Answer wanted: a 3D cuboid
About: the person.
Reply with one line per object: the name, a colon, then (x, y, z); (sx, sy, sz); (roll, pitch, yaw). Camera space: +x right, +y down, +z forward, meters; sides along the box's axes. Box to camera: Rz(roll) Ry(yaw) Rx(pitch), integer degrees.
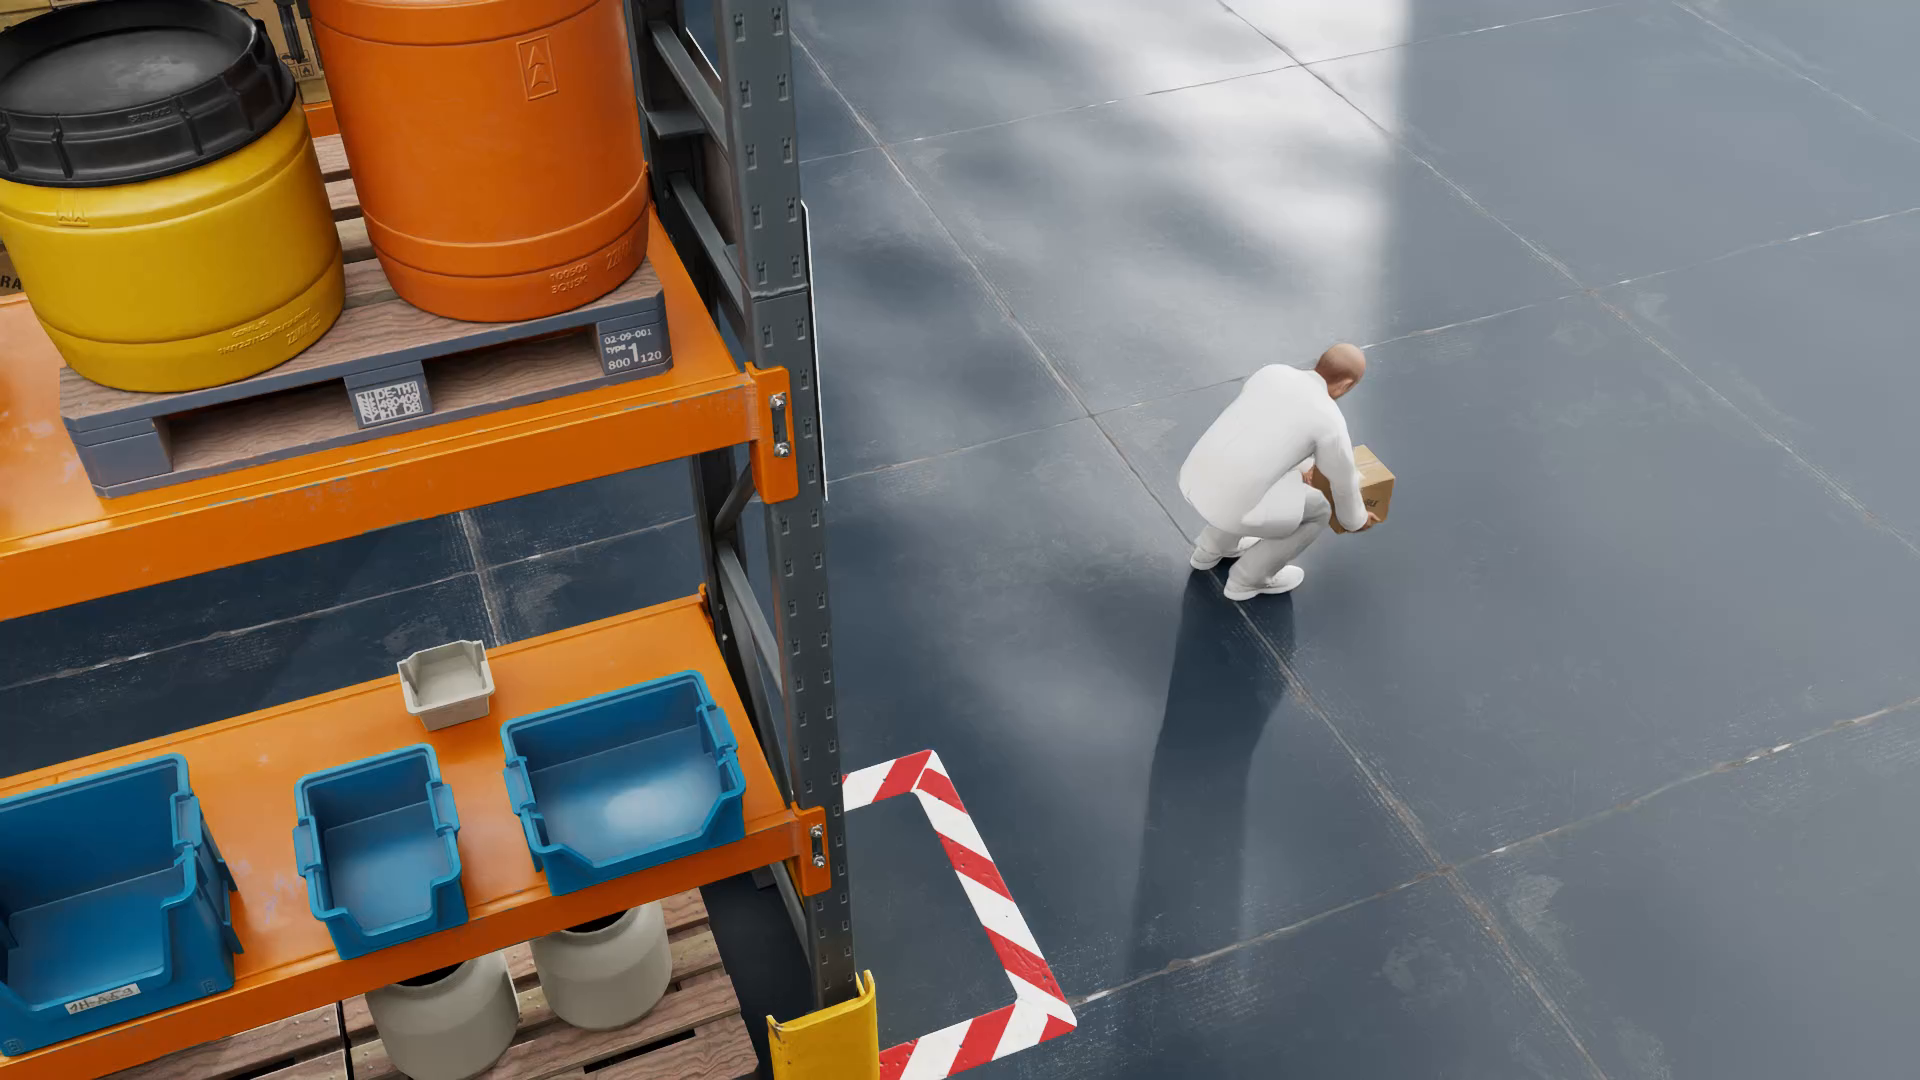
person: (1.334, -0.295, 7.052); (0.892, 1.062, 0.608); (-15, 43, -17)
